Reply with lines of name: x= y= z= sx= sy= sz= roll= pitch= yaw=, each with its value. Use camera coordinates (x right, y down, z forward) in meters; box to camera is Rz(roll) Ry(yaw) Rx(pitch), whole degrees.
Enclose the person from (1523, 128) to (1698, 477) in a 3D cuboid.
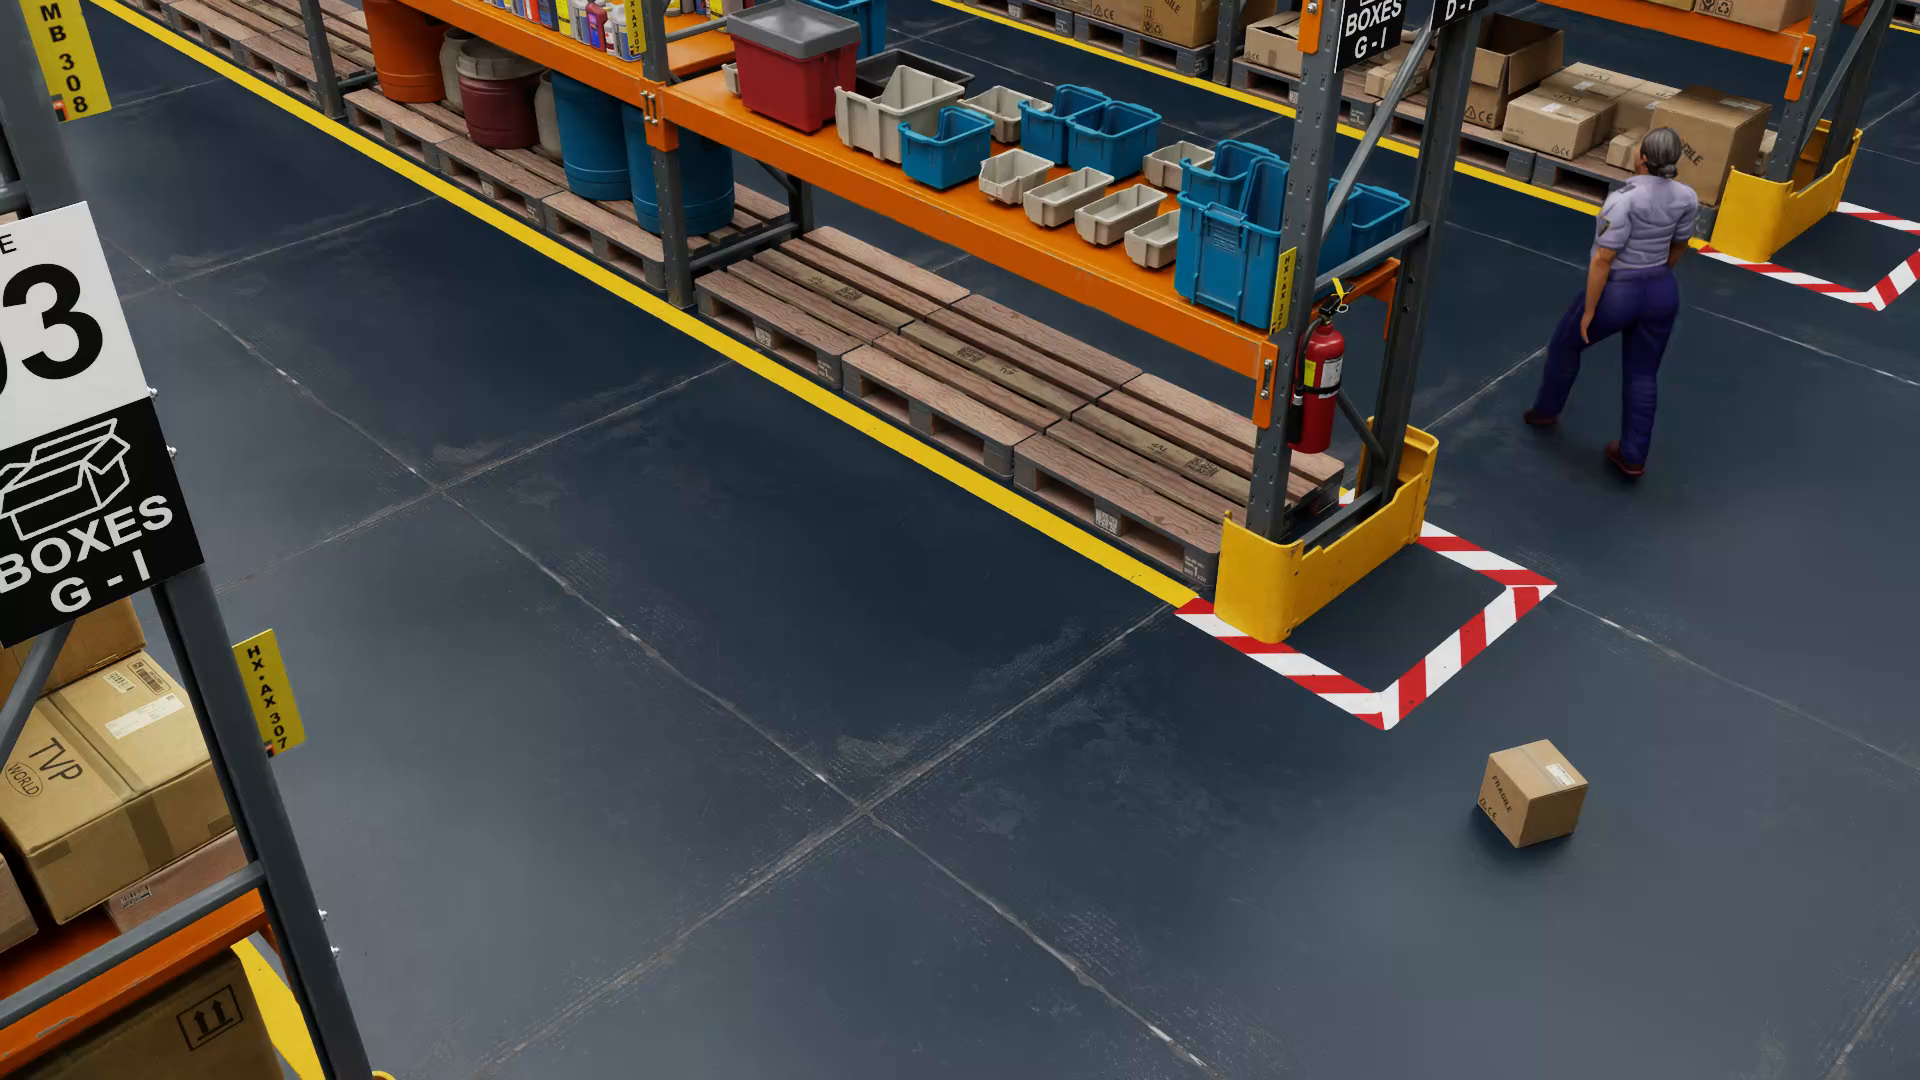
person: x=3.071 y=-1.107 z=7.744 sx=0.534 sy=1.667 sz=0.756 roll=-5 pitch=36 yaw=-7
